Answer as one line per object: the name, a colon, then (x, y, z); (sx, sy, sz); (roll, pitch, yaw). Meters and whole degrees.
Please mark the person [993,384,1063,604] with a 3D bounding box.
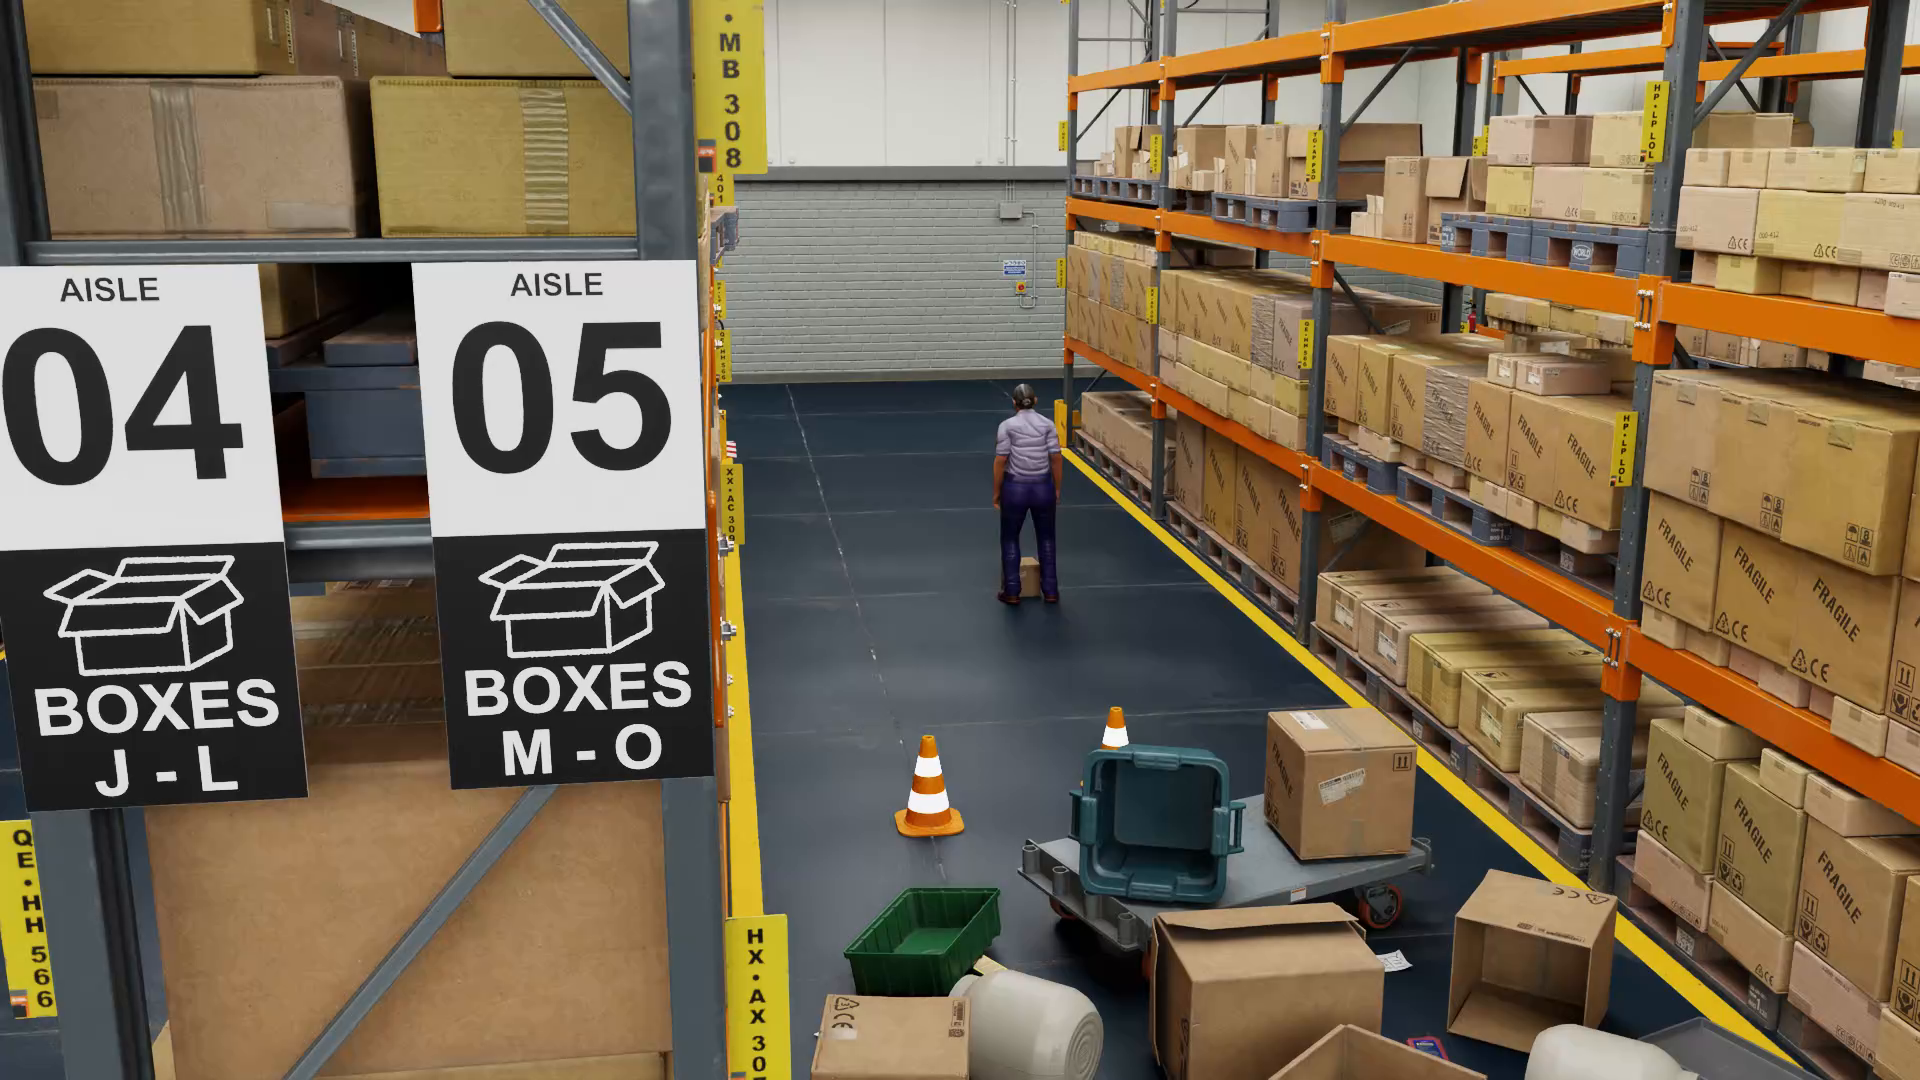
person: (0.511, -0.341, 12.447); (0.542, 1.652, 0.368); (-2, 13, -8)
